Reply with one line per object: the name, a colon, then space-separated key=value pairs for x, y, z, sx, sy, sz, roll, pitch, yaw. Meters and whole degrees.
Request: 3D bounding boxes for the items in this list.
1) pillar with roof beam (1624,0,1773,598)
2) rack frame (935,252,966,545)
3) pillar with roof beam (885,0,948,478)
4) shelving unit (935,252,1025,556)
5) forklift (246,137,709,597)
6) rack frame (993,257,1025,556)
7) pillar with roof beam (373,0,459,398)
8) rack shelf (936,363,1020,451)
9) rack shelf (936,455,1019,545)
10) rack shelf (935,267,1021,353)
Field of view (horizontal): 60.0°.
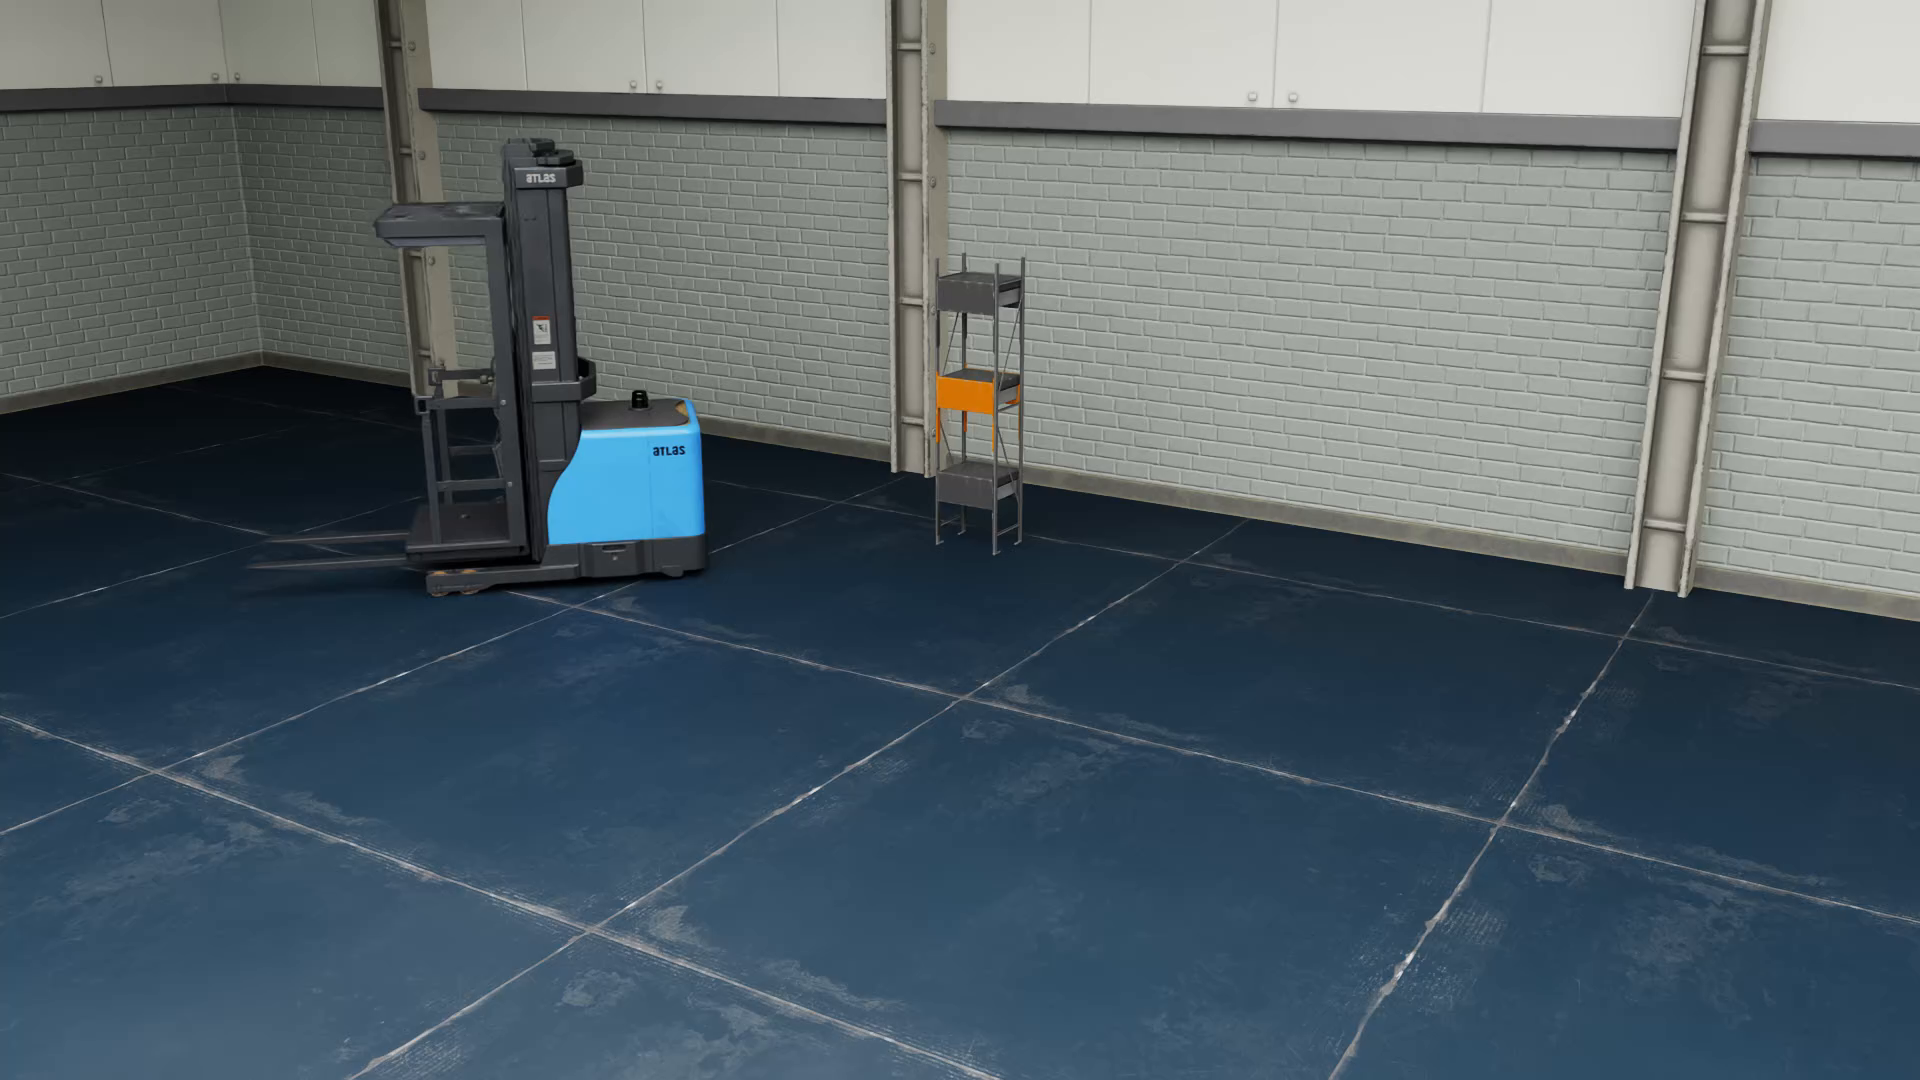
pillar with roof beam: x=2.510 y=-2.922 z=6.518 sx=0.400 sy=9.000 sz=9.100 roll=10 pitch=20 yaw=30
rack frame: x=-0.067 y=-1.017 z=12.115 sx=0.015 sy=2.100 sz=0.400 roll=10 pitch=20 yaw=30
pillar with roof beam: x=-2.602 y=-3.835 z=9.522 sx=0.400 sy=9.000 sz=9.100 roll=10 pitch=20 yaw=30
shelving unit: x=0.141 y=-0.979 z=11.993 sx=0.503 sy=2.100 sz=0.431 roll=10 pitch=20 yaw=30
forklift: x=-3.319 y=-1.191 z=11.260 sx=3.031 sy=2.935 sz=1.130 roll=-4 pitch=17 yaw=-12
rack frame: x=0.349 y=-0.942 z=11.871 sx=0.015 sy=2.100 sz=0.400 roll=10 pitch=20 yaw=30
pillar with roof beam: x=-7.715 y=-4.747 z=12.527 sx=0.400 sy=9.000 sz=9.100 roll=10 pitch=20 yaw=30
rack shelf: x=0.141 y=-0.966 z=11.997 sx=0.480 sy=0.518 sz=0.431 roll=10 pitch=20 yaw=30
rack shelf: x=0.141 y=-0.297 z=12.201 sx=0.480 sy=0.518 sz=0.431 roll=10 pitch=20 yaw=30
rack shelf: x=0.141 y=-1.636 z=11.794 sx=0.480 sy=0.518 sz=0.431 roll=10 pitch=20 yaw=30
